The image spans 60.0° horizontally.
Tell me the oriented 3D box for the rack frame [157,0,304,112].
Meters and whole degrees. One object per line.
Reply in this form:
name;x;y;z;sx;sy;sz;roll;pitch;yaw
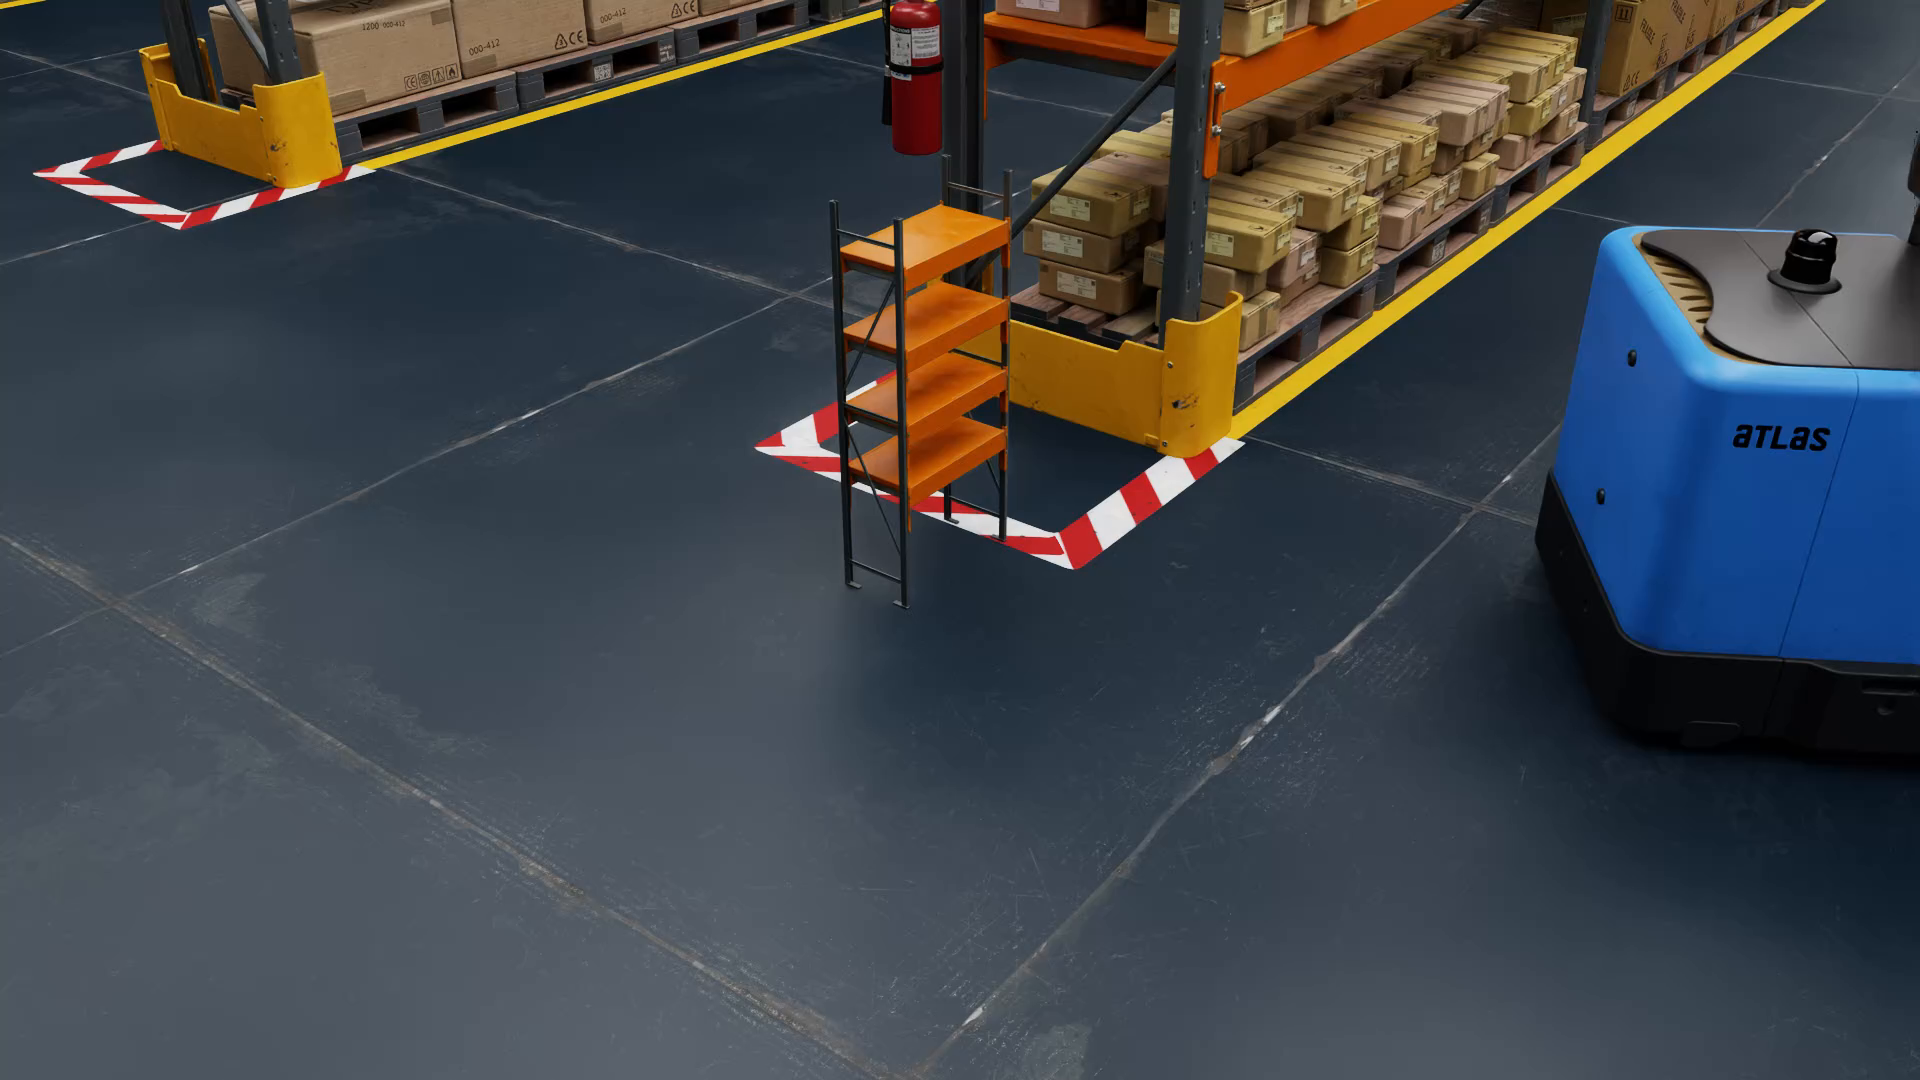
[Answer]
rack frame;-3.632;-3.258;7.806;1.000;3.000;0.127;21;37;31

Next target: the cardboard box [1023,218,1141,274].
cardboard box;0.466;-1.160;6.359;0.380;0.149;0.250;20;36;30

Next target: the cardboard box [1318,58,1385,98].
cardboard box;1.732;-2.133;7.707;0.380;0.149;0.250;22;37;32

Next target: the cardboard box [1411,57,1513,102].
cardboard box;2.297;-2.086;7.629;0.380;0.149;0.250;22;37;33

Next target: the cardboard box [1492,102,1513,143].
cardboard box;2.322;-1.958;7.705;0.380;0.149;0.250;21;37;32

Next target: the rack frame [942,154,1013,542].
rack frame;0.047;-0.548;4.998;0.240;1.200;0.015;21;37;31

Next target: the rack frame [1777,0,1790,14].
rack frame;5.204;-5.028;10.791;1.000;3.000;0.127;21;37;31

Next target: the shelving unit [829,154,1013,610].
shelving unit;-0.100;-0.449;4.830;0.258;1.200;0.503;21;37;31

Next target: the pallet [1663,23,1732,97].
pallet;3.995;-3.017;10.134;1.003;0.211;1.213;21;37;31

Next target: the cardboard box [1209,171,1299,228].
cardboard box;1.033;-1.244;6.207;0.380;0.149;0.250;22;37;32

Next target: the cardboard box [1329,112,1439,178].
cardboard box;1.741;-1.636;6.868;0.380;0.149;0.250;22;37;32

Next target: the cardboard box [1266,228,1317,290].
cardboard box;1.106;-1.086;6.233;0.380;0.149;0.250;21;37;31

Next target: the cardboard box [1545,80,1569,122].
cardboard box;2.700;-2.144;8.019;0.380;0.149;0.250;19;36;29

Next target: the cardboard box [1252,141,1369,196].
cardboard box;1.371;-1.433;6.526;0.380;0.149;0.250;19;36;29

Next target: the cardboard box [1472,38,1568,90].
cardboard box;2.660;-2.271;7.941;0.380;0.149;0.250;22;37;32

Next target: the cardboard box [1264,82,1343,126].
cardboard box;1.453;-1.908;7.329;0.380;0.149;0.250;21;37;32

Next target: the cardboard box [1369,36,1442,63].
cardboard box;2.090;-2.324;8.030;0.380;0.149;0.250;21;36;31

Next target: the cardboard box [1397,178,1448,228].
cardboard box;1.870;-1.477;7.185;0.380;0.149;0.250;21;37;31

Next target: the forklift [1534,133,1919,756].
forklift;3.229;-0.903;3.899;3.031;2.935;1.130;3;31;5

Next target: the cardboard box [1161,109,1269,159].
cardboard box;1.070;-1.720;7.011;0.380;0.149;0.250;23;37;33

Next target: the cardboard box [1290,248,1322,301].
cardboard box;1.184;-1.079;6.513;0.380;0.149;0.250;22;37;32

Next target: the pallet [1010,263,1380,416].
pallet;0.940;-0.927;6.606;1.003;0.211;1.213;21;37;31

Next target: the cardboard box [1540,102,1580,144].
cardboard box;2.825;-2.092;8.222;0.380;0.149;0.250;22;37;32

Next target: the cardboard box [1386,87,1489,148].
cardboard box;2.054;-1.834;7.204;0.380;0.149;0.250;20;36;30

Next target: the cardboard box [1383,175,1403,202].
cardboard box;1.640;-1.544;7.005;0.380;0.149;0.250;23;38;34

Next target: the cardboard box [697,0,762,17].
cardboard box;-1.682;-3.740;10.720;0.875;0.438;0.875;21;36;31

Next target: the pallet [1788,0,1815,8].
pallet;5.740;-4.125;12.004;1.003;0.211;1.213;21;37;31

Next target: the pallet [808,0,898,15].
pallet;-0.812;-4.021;11.828;1.003;0.211;1.213;21;37;31

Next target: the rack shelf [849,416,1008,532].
rack shelf;-0.100;-0.220;4.966;0.258;0.148;0.480;21;37;31

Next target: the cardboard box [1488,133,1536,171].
cardboard box;2.493;-1.885;7.872;0.380;0.149;0.250;20;36;30

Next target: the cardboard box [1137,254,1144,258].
cardboard box;0.601;-1.144;6.623;0.380;0.149;0.250;22;37;33

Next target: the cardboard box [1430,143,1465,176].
cardboard box;2.006;-1.746;7.346;0.380;0.149;0.250;19;36;29

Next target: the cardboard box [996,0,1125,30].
cardboard box;0.347;-1.887;5.739;0.380;0.149;0.250;21;37;31

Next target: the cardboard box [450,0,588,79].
cardboard box;-2.768;-3.010;9.488;0.875;0.438;0.875;22;37;33

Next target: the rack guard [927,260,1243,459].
rack guard;0.421;-0.731;5.994;1.175;0.500;0.348;21;37;31

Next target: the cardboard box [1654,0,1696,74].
cardboard box;3.765;-2.941;9.311;0.500;0.500;0.500;23;38;33

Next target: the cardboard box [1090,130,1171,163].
cardboard box;0.745;-1.508;6.653;0.380;0.149;0.250;20;36;30

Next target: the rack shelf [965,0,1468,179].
rack shelf;1.582;-2.279;6.860;1.077;0.370;4.000;21;37;31

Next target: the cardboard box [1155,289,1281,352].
cardboard box;0.947;-0.845;6.117;0.380;0.149;0.250;22;37;32

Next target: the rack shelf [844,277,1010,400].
rack shelf;-0.100;-0.583;4.751;0.258;0.148;0.480;21;37;31

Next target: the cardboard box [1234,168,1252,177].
cardboard box;1.023;-1.450;6.847;0.380;0.149;0.250;21;36;31

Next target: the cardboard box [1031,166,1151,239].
cardboard box;0.493;-1.279;6.267;0.380;0.149;0.250;22;37;32

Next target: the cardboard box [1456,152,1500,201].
cardboard box;2.200;-1.671;7.512;0.380;0.149;0.250;21;37;31

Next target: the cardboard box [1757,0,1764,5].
cardboard box;5.015;-3.785;10.734;0.500;0.500;0.500;21;37;31

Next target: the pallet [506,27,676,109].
pallet;-2.475;-2.901;9.939;1.003;0.211;1.213;21;37;31

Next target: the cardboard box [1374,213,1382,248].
cardboard box;1.503;-1.282;6.856;0.380;0.149;0.250;21;37;31

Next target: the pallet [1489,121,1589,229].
pallet;2.413;-1.918;8.280;1.003;0.211;1.213;21;37;31

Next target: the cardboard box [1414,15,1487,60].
cardboard box;2.417;-2.536;8.387;0.380;0.149;0.250;23;38;33

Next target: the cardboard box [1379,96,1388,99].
cardboard box;1.951;-2.086;7.920;0.380;0.149;0.250;19;36;29

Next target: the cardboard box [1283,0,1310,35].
cardboard box;0.953;-1.815;5.617;0.380;0.149;0.250;23;37;33

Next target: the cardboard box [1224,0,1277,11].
cardboard box;0.866;-2.044;5.368;0.500;0.500;0.500;23;38;33

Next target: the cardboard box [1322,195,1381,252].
cardboard box;1.425;-1.284;6.566;0.380;0.149;0.250;22;37;33

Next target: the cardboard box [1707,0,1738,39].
cardboard box;4.393;-3.355;10.009;0.500;0.500;0.500;19;36;29
